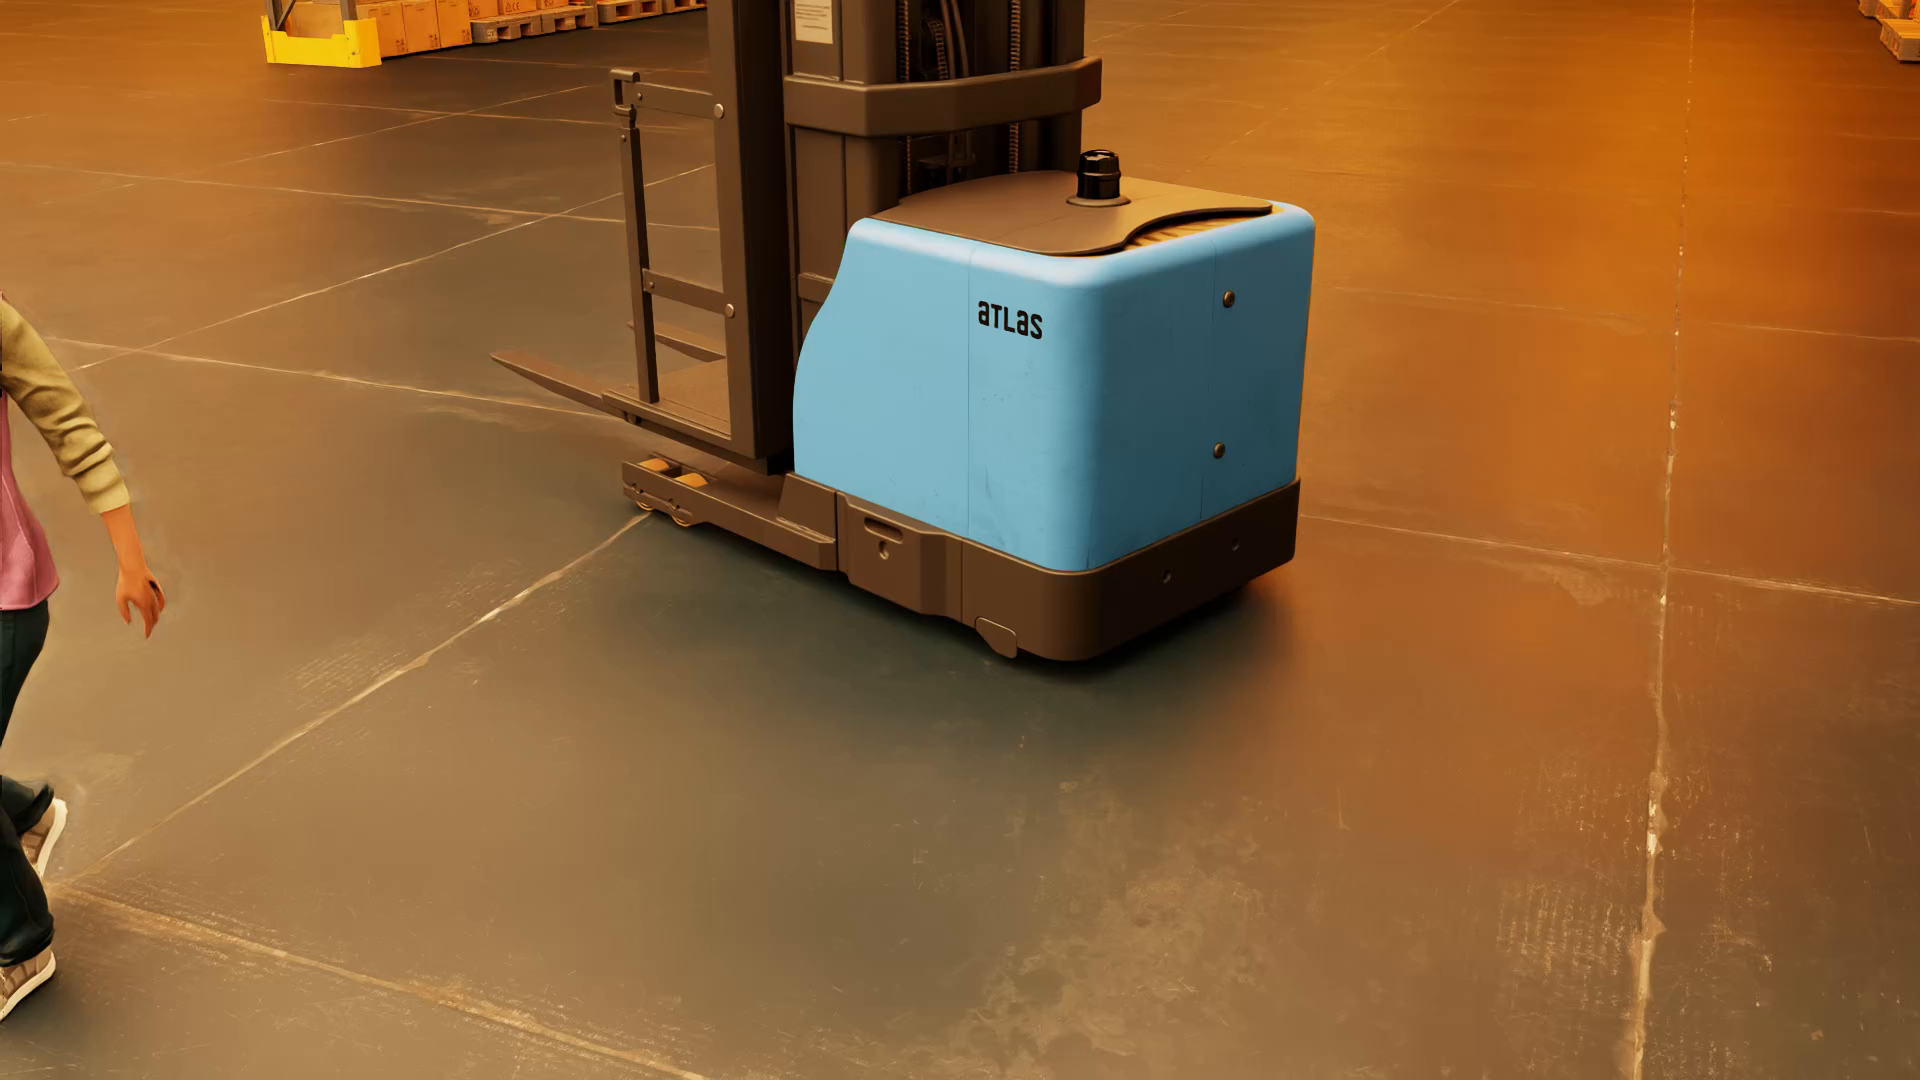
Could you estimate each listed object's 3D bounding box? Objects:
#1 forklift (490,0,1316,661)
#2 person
[{"bbox_3d":[-0.434,-1.518,4.923,3.031,2.935,1.130,21,30,40],"label":"forklift"},{"bbox_3d":[-1.722,0.115,2.830,0.595,1.547,0.533,6,23,13],"label":"person"}]
